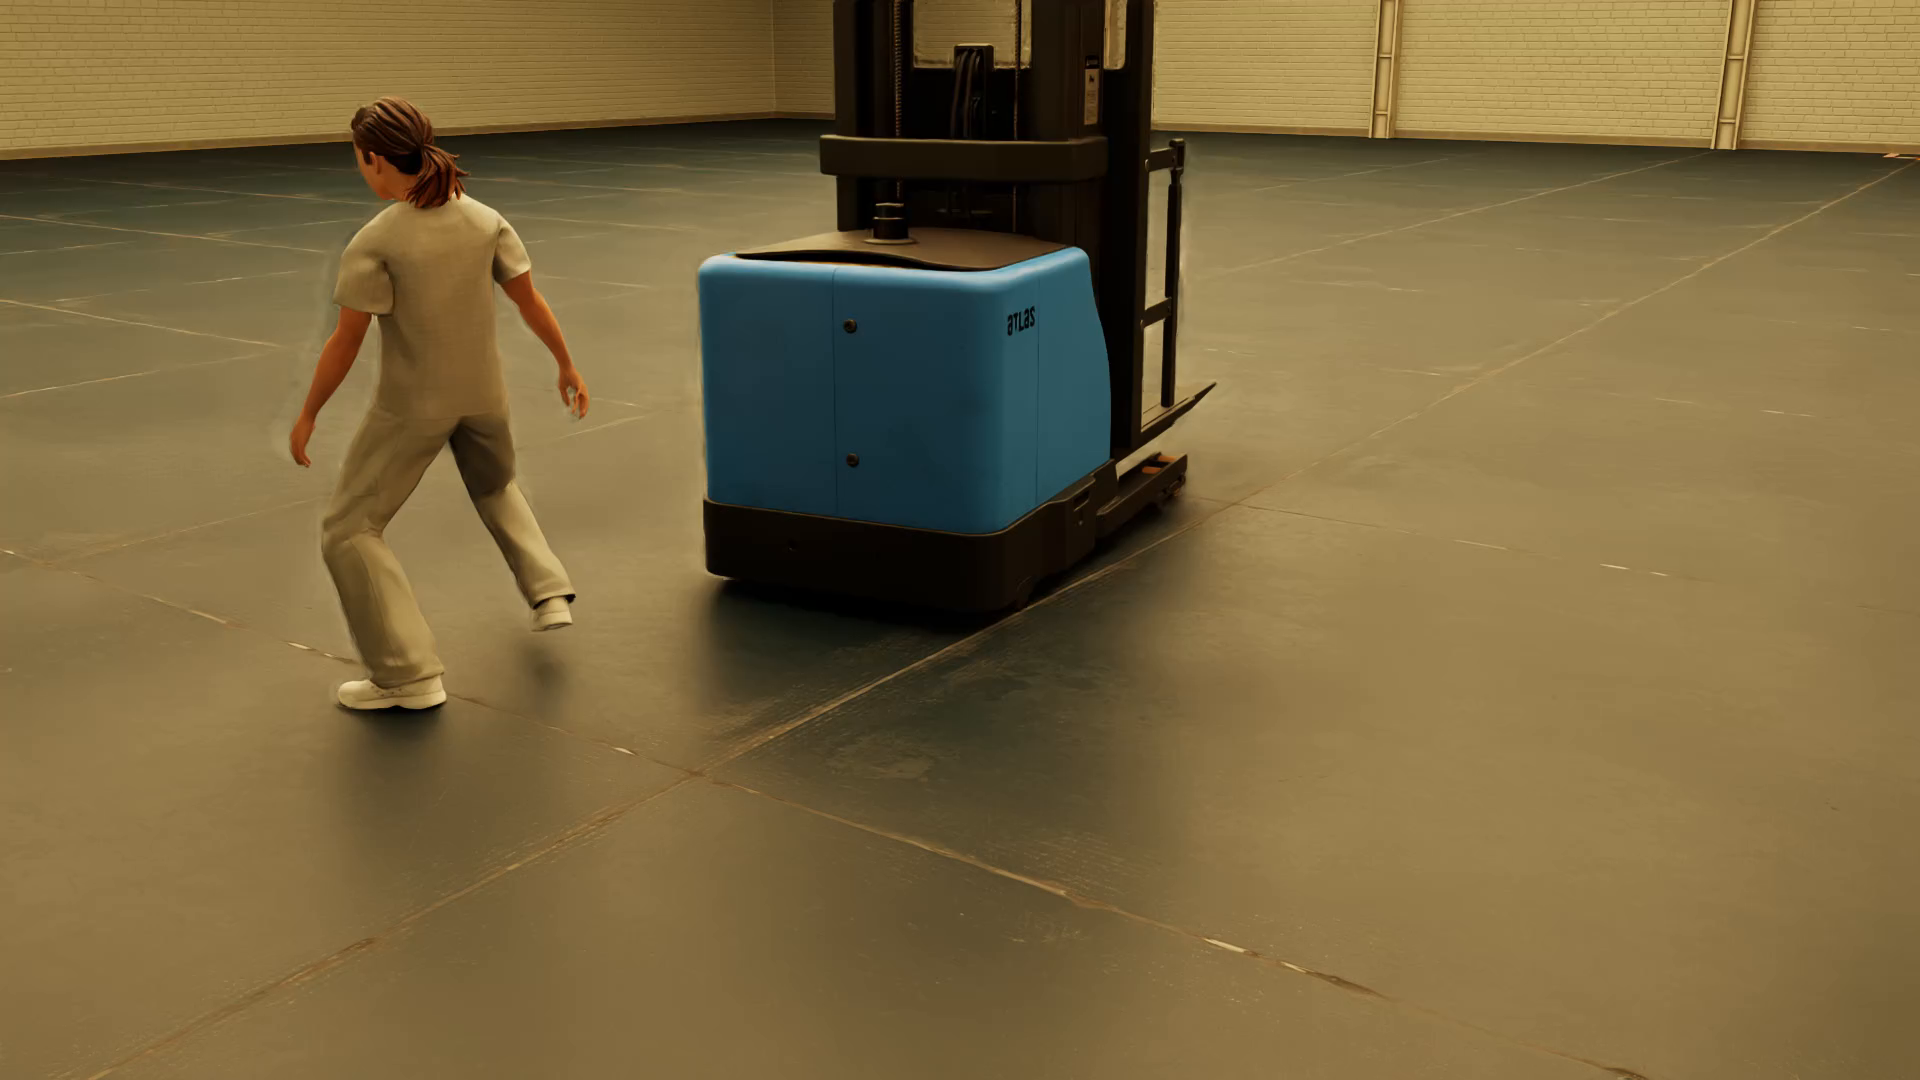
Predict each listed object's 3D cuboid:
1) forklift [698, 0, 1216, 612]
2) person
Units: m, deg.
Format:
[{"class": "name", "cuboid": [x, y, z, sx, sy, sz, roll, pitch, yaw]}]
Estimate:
[{"class": "forklift", "cuboid": [0.242, -1.566, 6.069, 1.130, 2.935, 3.031, 7, 18, 23]}, {"class": "person", "cuboid": [-1.403, -0.388, 4.507, 0.798, 1.586, 0.483, -15, 22, -41]}]
